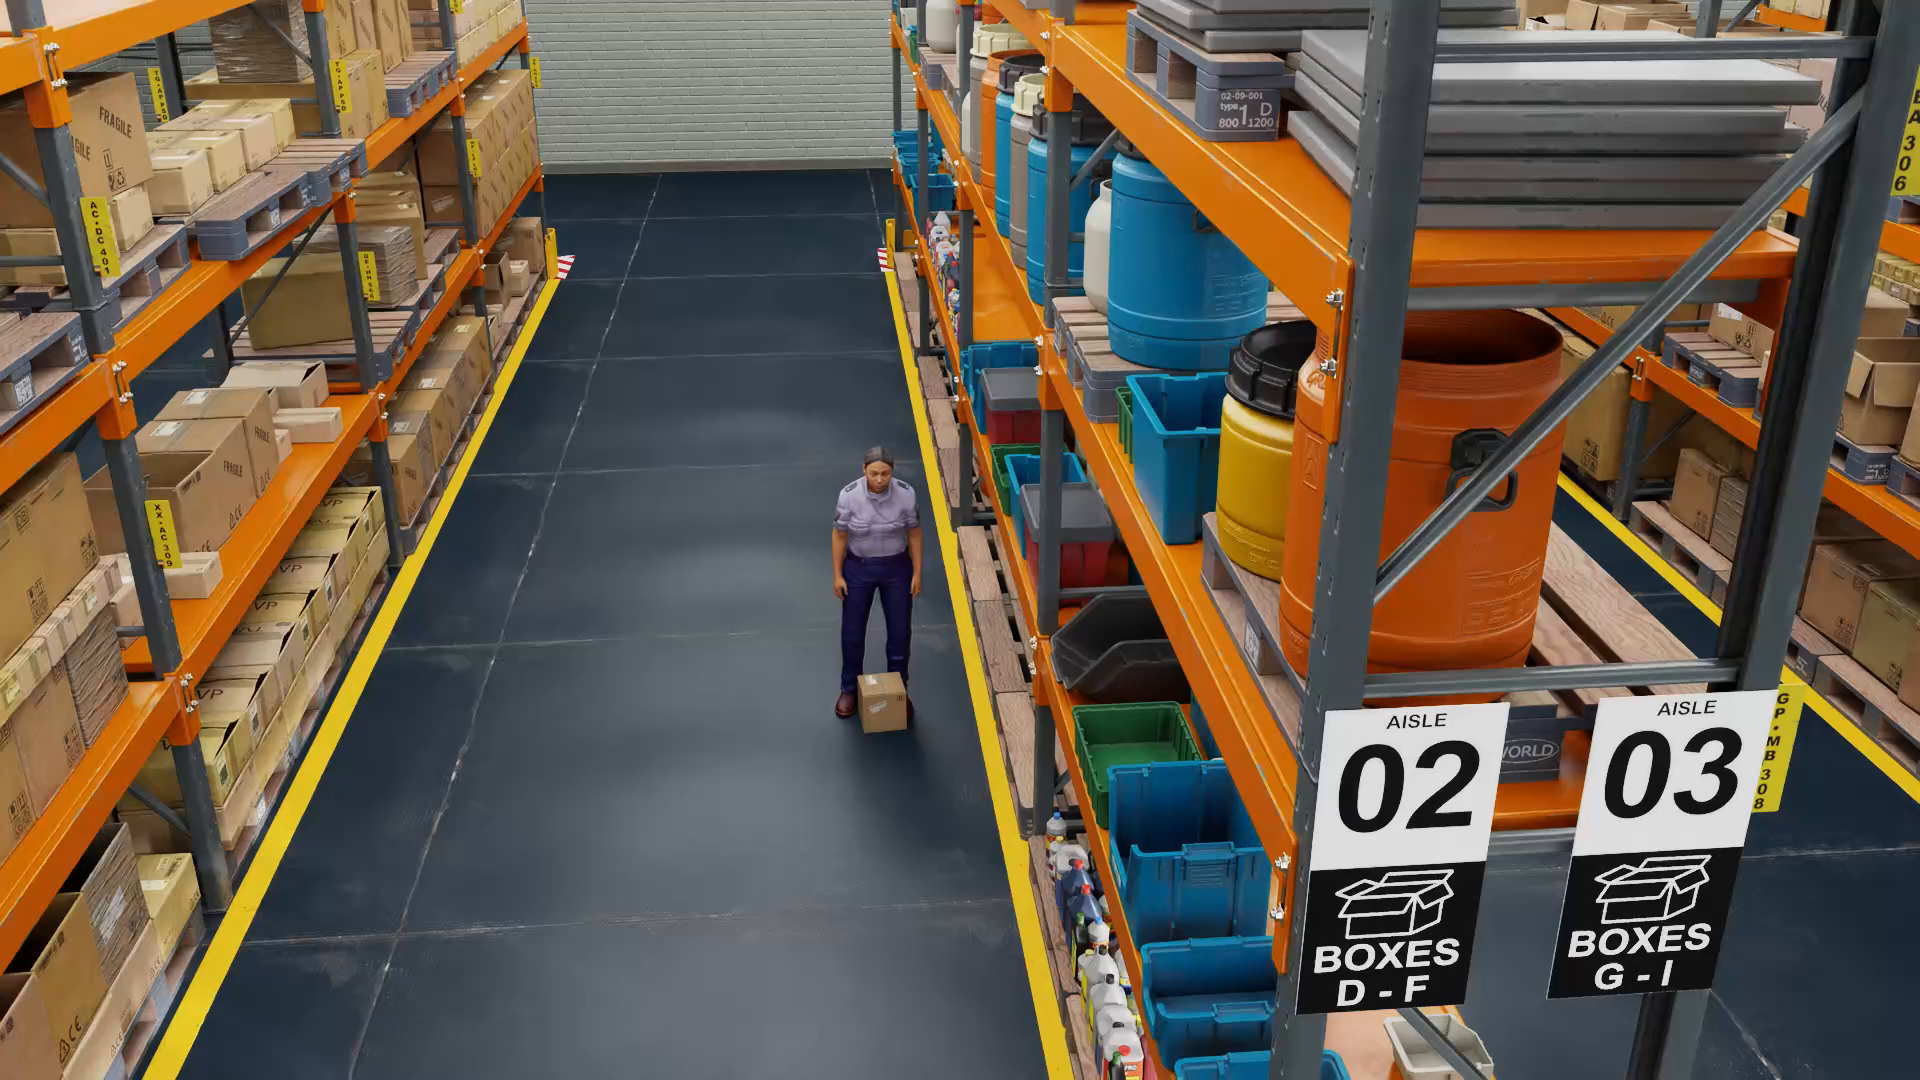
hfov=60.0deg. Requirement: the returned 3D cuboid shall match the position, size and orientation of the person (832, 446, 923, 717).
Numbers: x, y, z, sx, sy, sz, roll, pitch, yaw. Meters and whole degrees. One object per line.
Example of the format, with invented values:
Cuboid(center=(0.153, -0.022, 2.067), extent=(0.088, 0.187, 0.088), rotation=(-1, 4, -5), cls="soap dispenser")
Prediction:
Cuboid(center=(-0.480, 0.231, 9.619), extent=(0.539, 1.626, 0.412), rotation=(-2, 24, -5), cls="person")
